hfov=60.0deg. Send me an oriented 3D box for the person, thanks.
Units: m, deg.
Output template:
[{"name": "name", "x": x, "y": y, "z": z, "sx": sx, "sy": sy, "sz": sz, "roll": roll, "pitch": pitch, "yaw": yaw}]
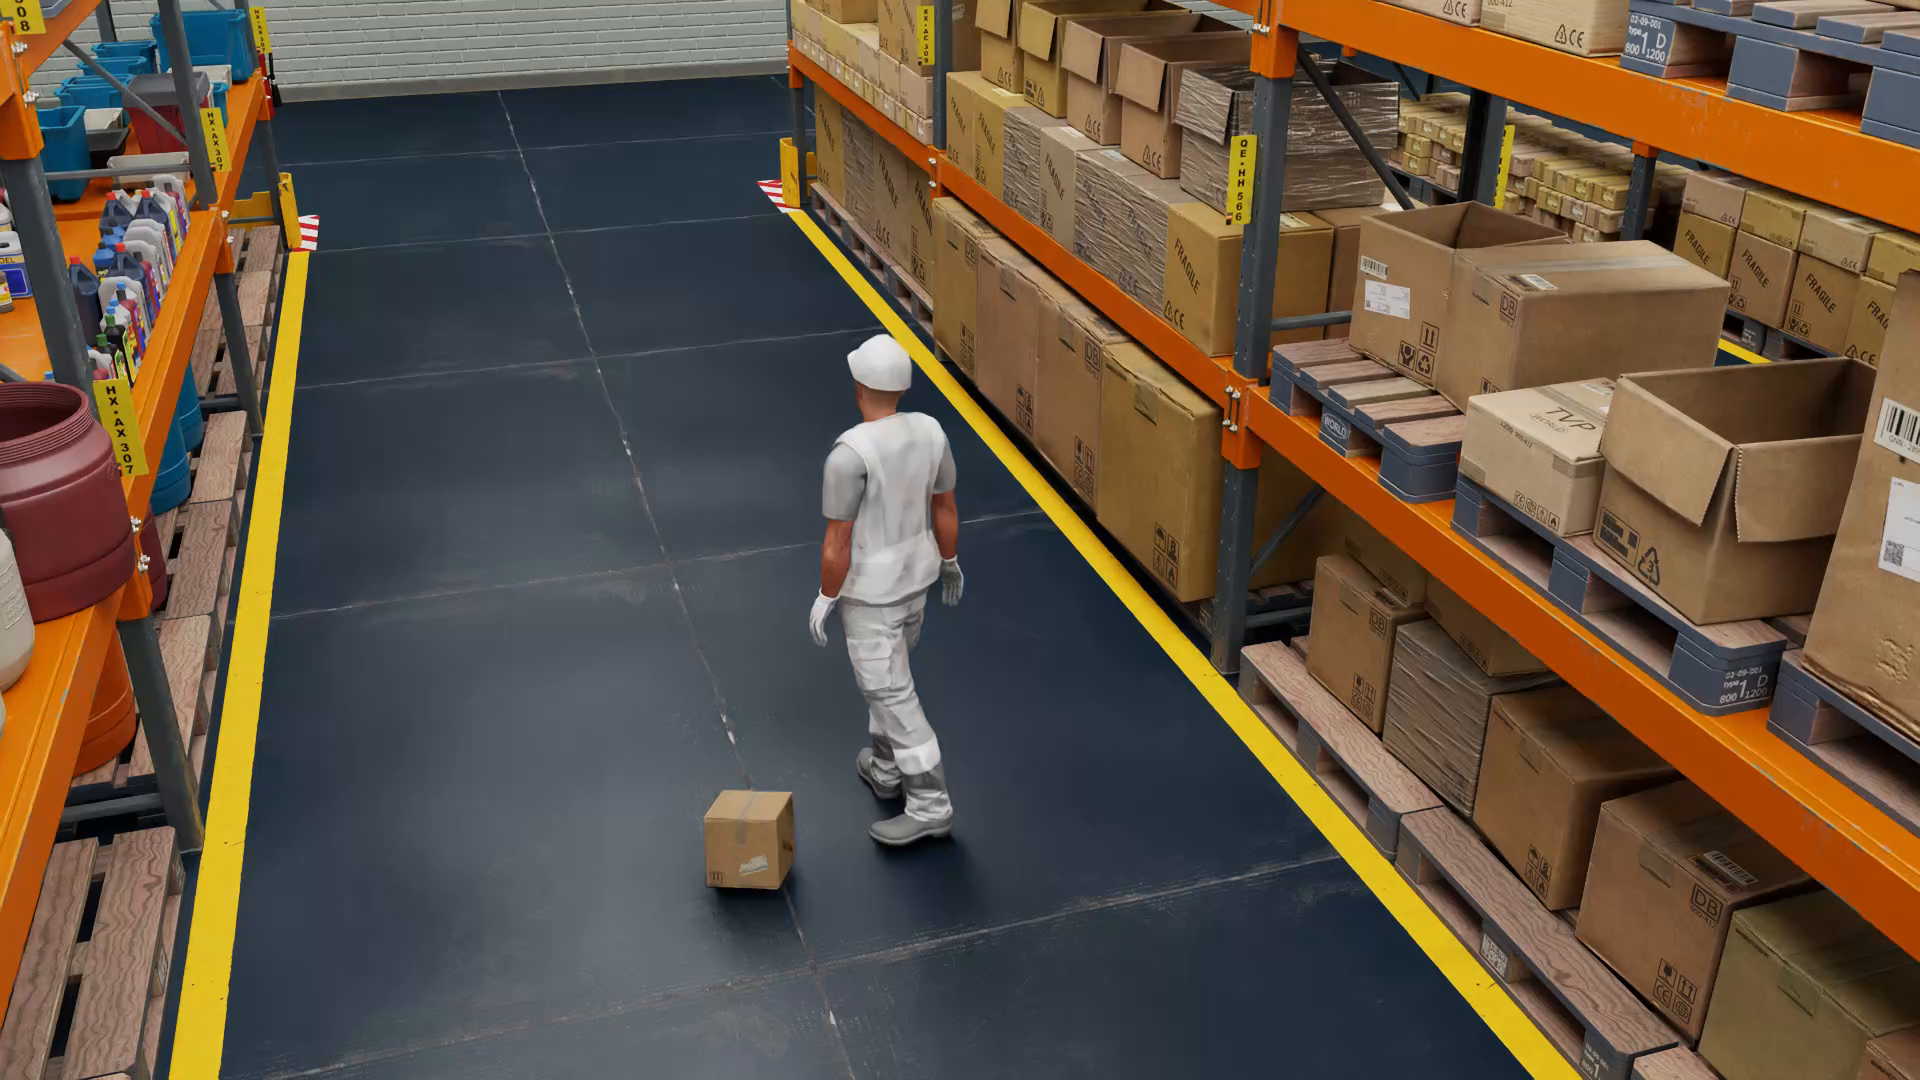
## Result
[{"name": "person", "x": -0.217, "y": 0.170, "z": 5.747, "sx": 0.605, "sy": 1.779, "sz": 0.628, "roll": 21, "pitch": 33, "yaw": 36}]
